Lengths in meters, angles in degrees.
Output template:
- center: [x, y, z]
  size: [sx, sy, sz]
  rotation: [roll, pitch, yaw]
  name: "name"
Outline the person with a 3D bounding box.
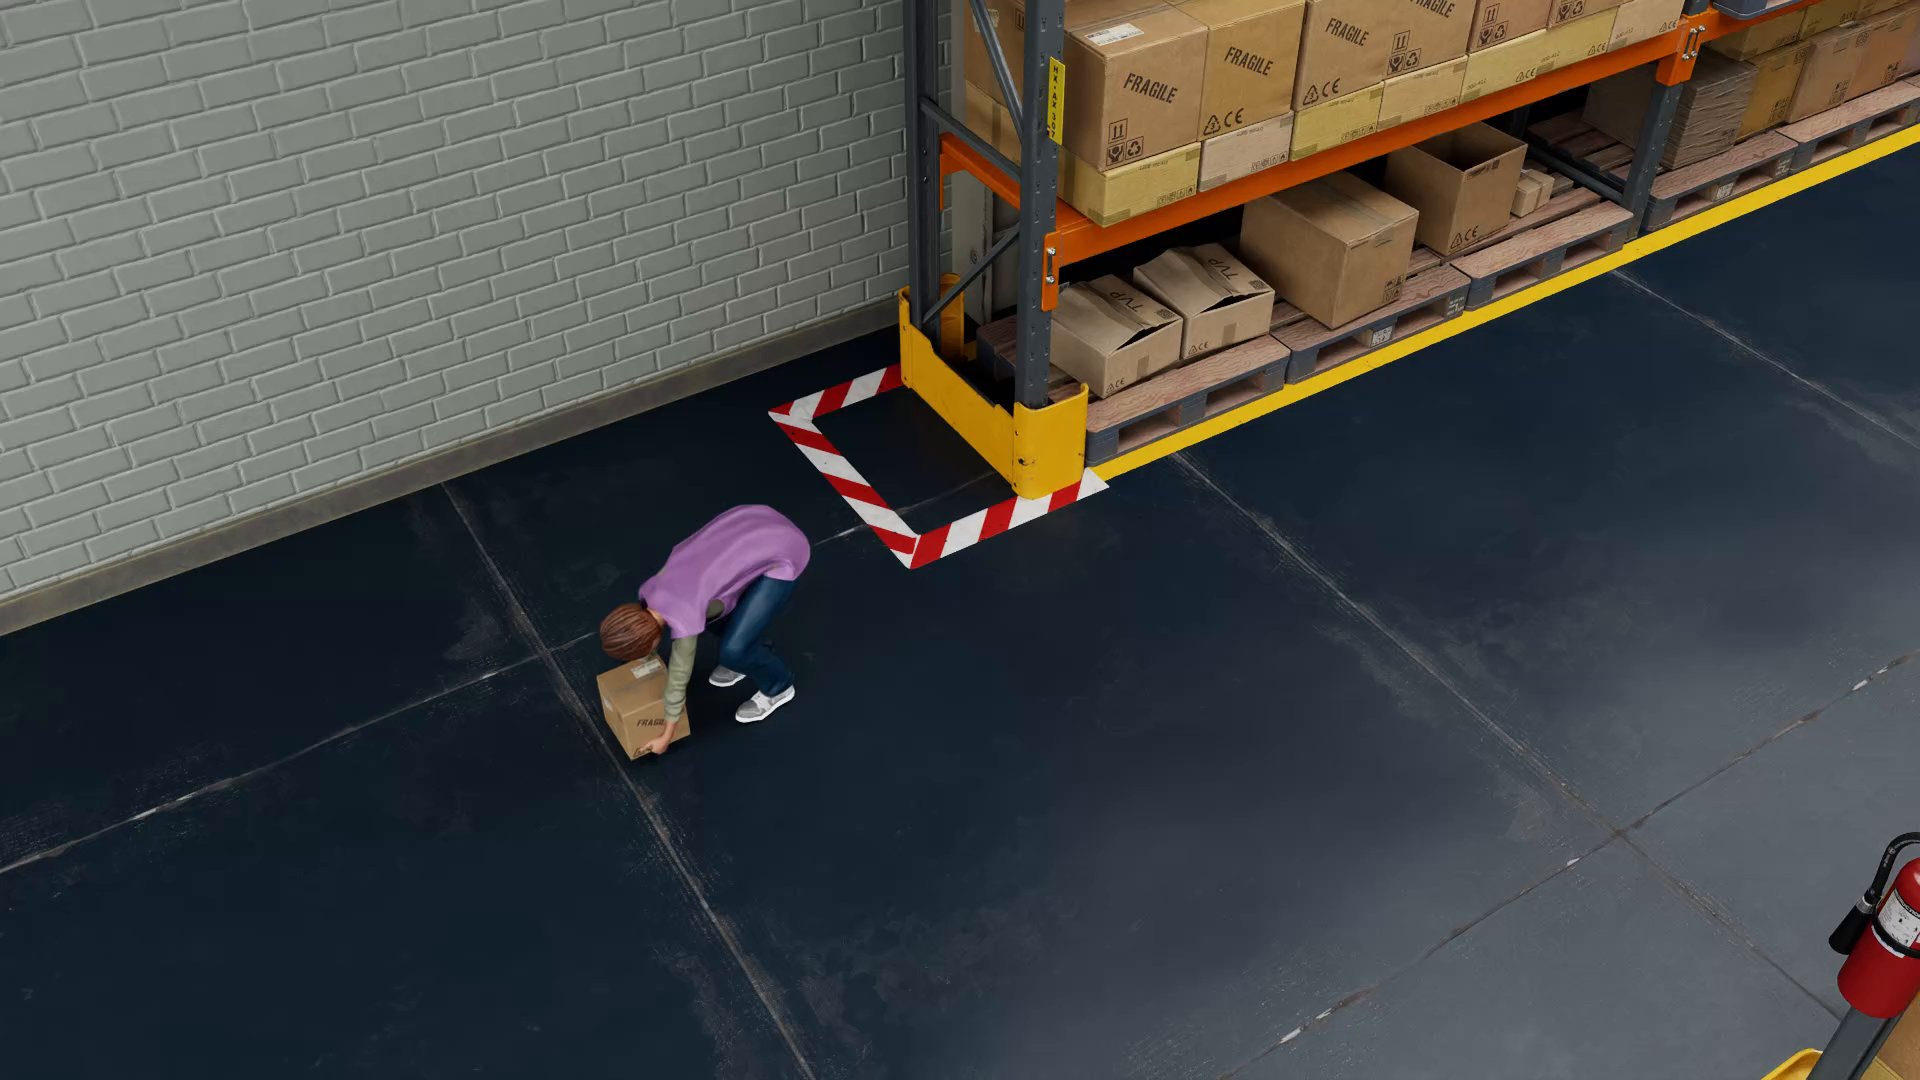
- center: [-0.951, 0.333, 6.334]
  size: [0.853, 0.873, 0.425]
  rotation: [-25, 47, -26]
  name: "person"
